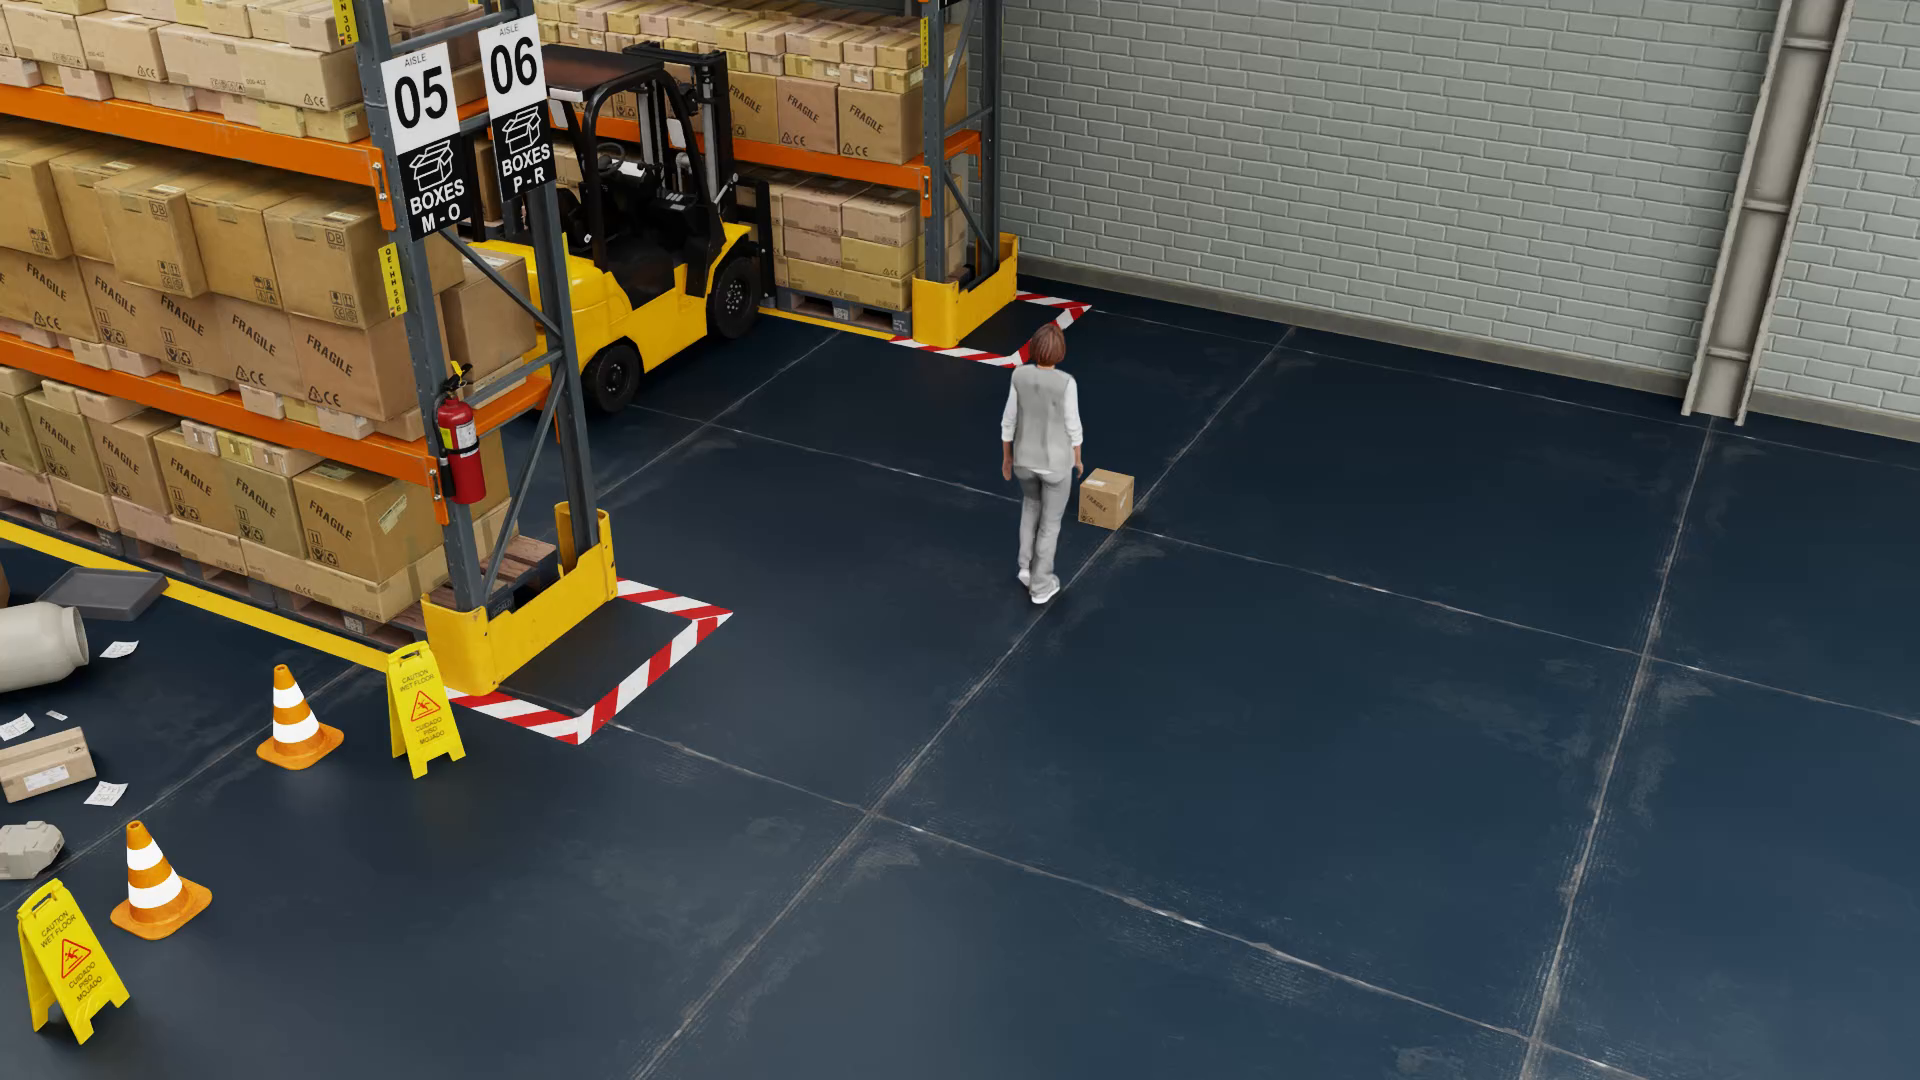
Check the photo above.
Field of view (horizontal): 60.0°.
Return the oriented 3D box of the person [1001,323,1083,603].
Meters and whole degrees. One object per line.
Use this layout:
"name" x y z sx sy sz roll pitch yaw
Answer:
"person" 0.432 -0.395 8.979 0.441 1.628 0.421 14 33 23
